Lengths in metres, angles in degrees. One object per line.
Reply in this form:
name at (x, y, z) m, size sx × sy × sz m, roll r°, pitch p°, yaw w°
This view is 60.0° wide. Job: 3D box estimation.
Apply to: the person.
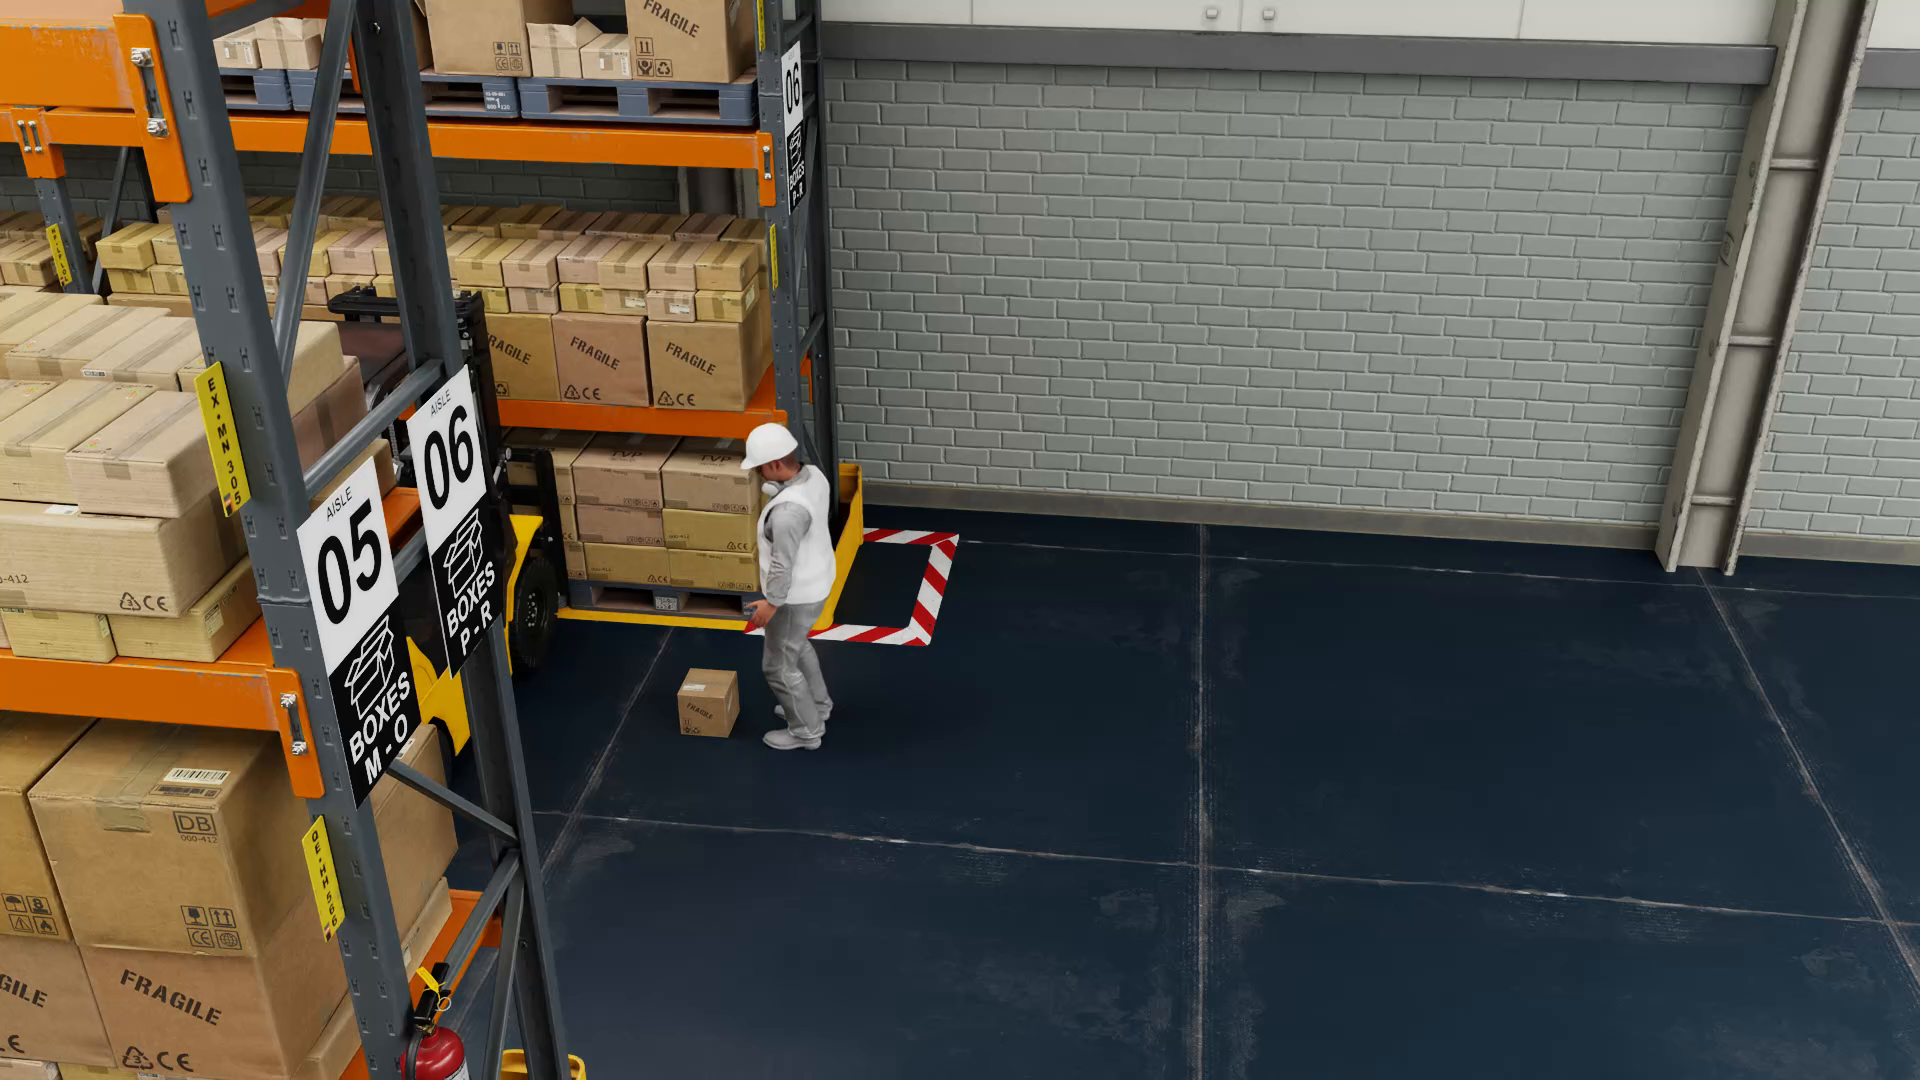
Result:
person at (-0.952, 0.514, 8.351) m, size 0.882 × 1.100 × 0.553 m, roll 3°, pitch 28°, yaw 6°
